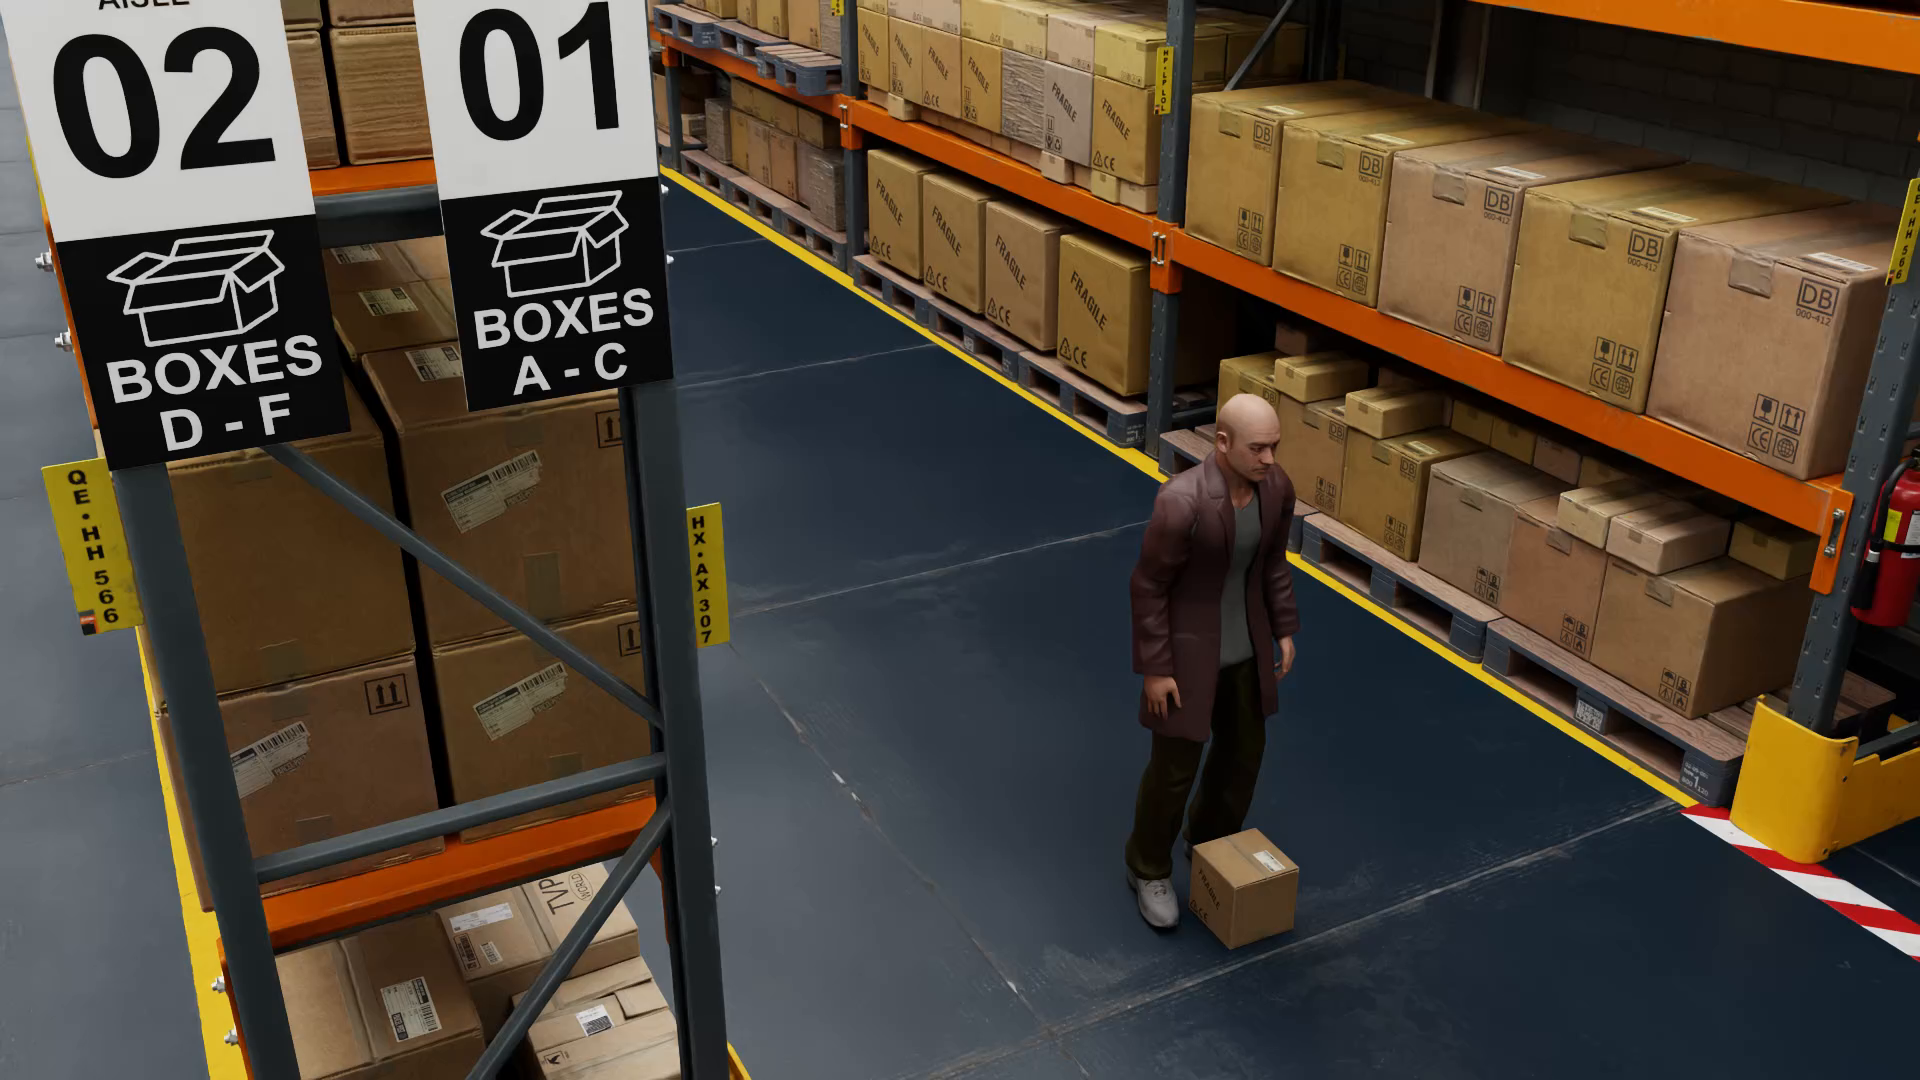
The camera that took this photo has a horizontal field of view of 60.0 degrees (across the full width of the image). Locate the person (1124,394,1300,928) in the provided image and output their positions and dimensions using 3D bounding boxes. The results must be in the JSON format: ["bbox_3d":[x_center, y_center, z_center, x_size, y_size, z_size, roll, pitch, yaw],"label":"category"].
[{"bbox_3d":[0.824,0.362,5.356,0.654,1.774,0.421,-14,29,-28],"label":"person"}]
